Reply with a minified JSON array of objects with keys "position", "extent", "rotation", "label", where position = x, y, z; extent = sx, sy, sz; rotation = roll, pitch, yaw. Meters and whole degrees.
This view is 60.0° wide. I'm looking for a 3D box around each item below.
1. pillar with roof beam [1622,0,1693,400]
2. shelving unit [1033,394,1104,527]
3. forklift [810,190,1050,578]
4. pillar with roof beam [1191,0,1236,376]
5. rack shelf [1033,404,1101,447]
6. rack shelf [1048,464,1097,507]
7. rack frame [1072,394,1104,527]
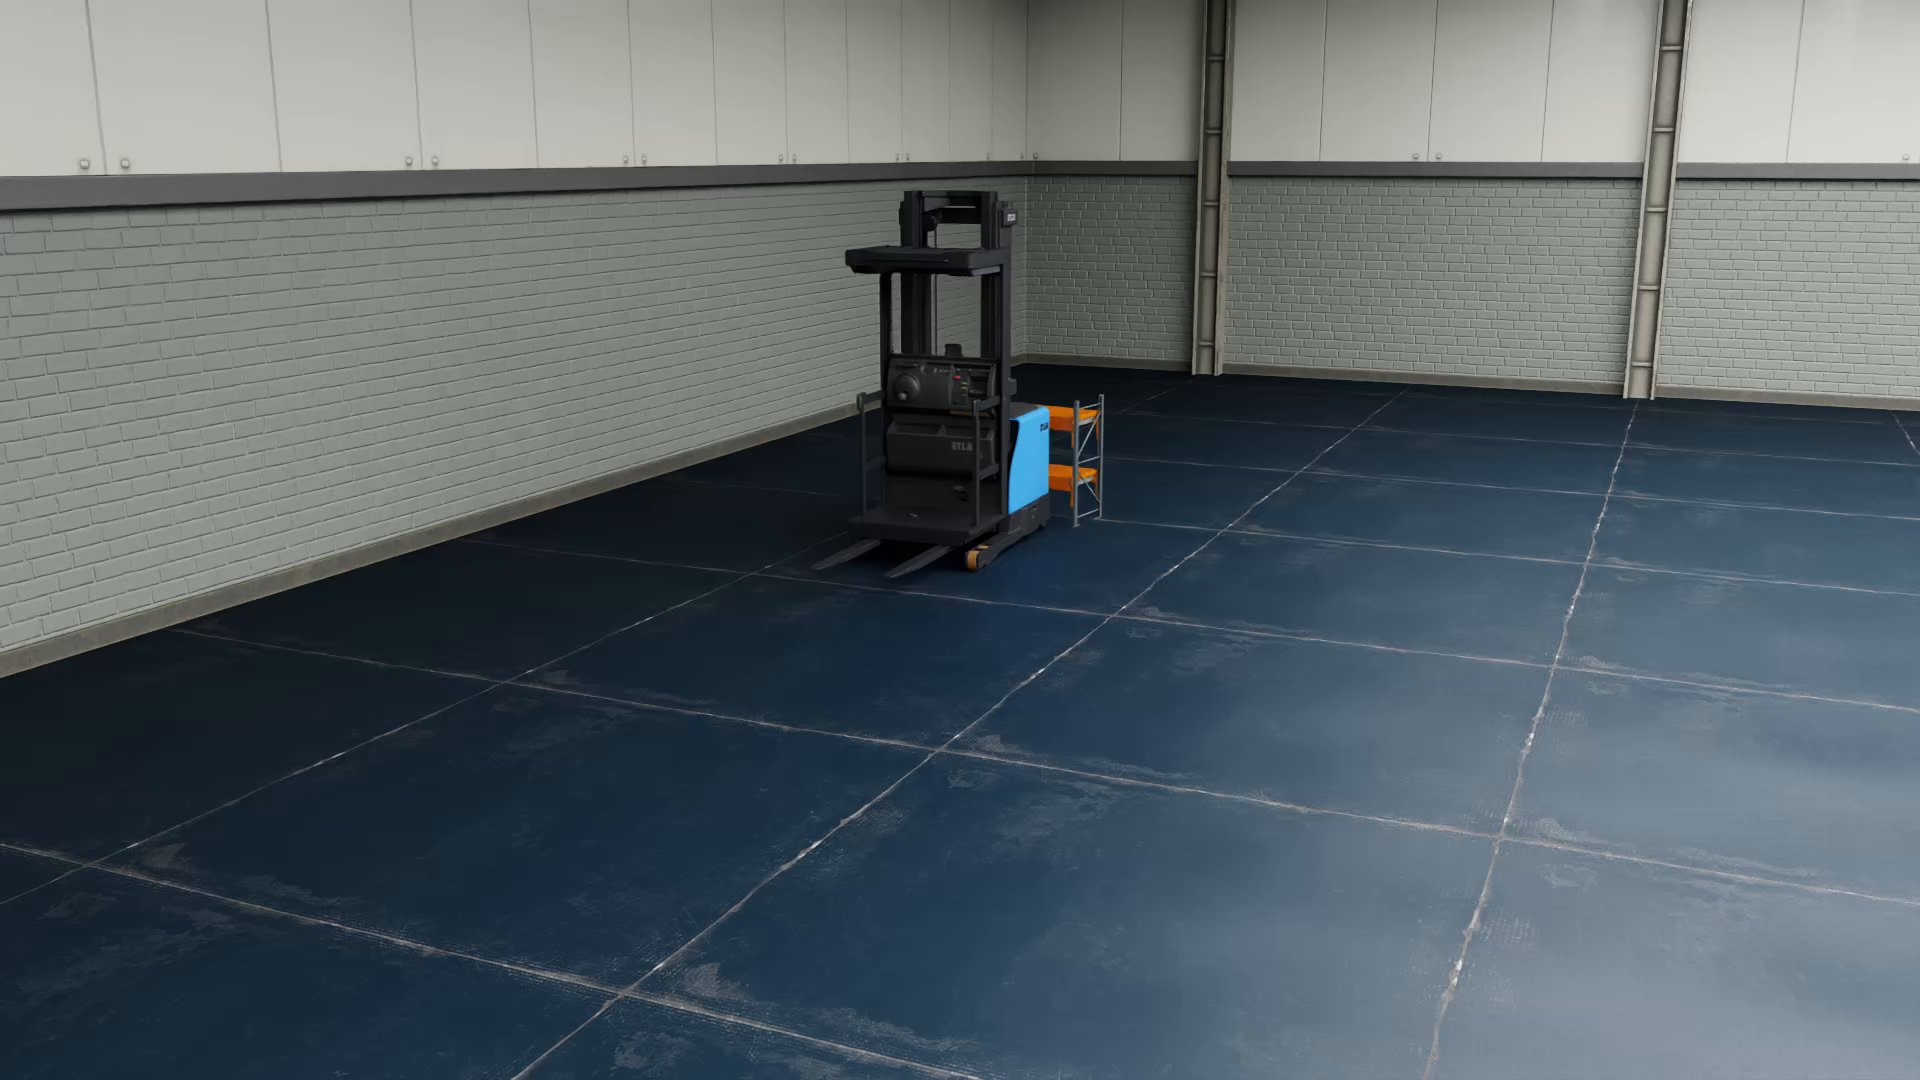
[{"position":[7.435,-5.413,17.623],"extent":[0.400,9.000,9.100],"rotation":[6,14,23],"label":"pillar with roof beam"},{"position":[0.715,-0.773,15.086],"extent":[1.048,1.125,0.538],"rotation":[8,16,32],"label":"shelving unit"},{"position":[-0.232,-1.288,13.328],"extent":[1.130,2.935,3.031],"rotation":[5,14,22],"label":"forklift"},{"position":[1.949,-5.968,19.989],"extent":[0.400,9.000,9.100],"rotation":[6,14,23],"label":"pillar with roof beam"},{"position":[0.715,-1.058,15.019],"extent":[1.000,0.278,0.538],"rotation":[8,16,32],"label":"rack shelf"},{"position":[0.715,-0.535,15.142],"extent":[1.000,0.278,0.538],"rotation":[8,16,32],"label":"rack shelf"},{"position":[1.141,-0.710,14.816],"extent":[0.032,1.125,0.500],"rotation":[8,16,32],"label":"rack frame"}]
